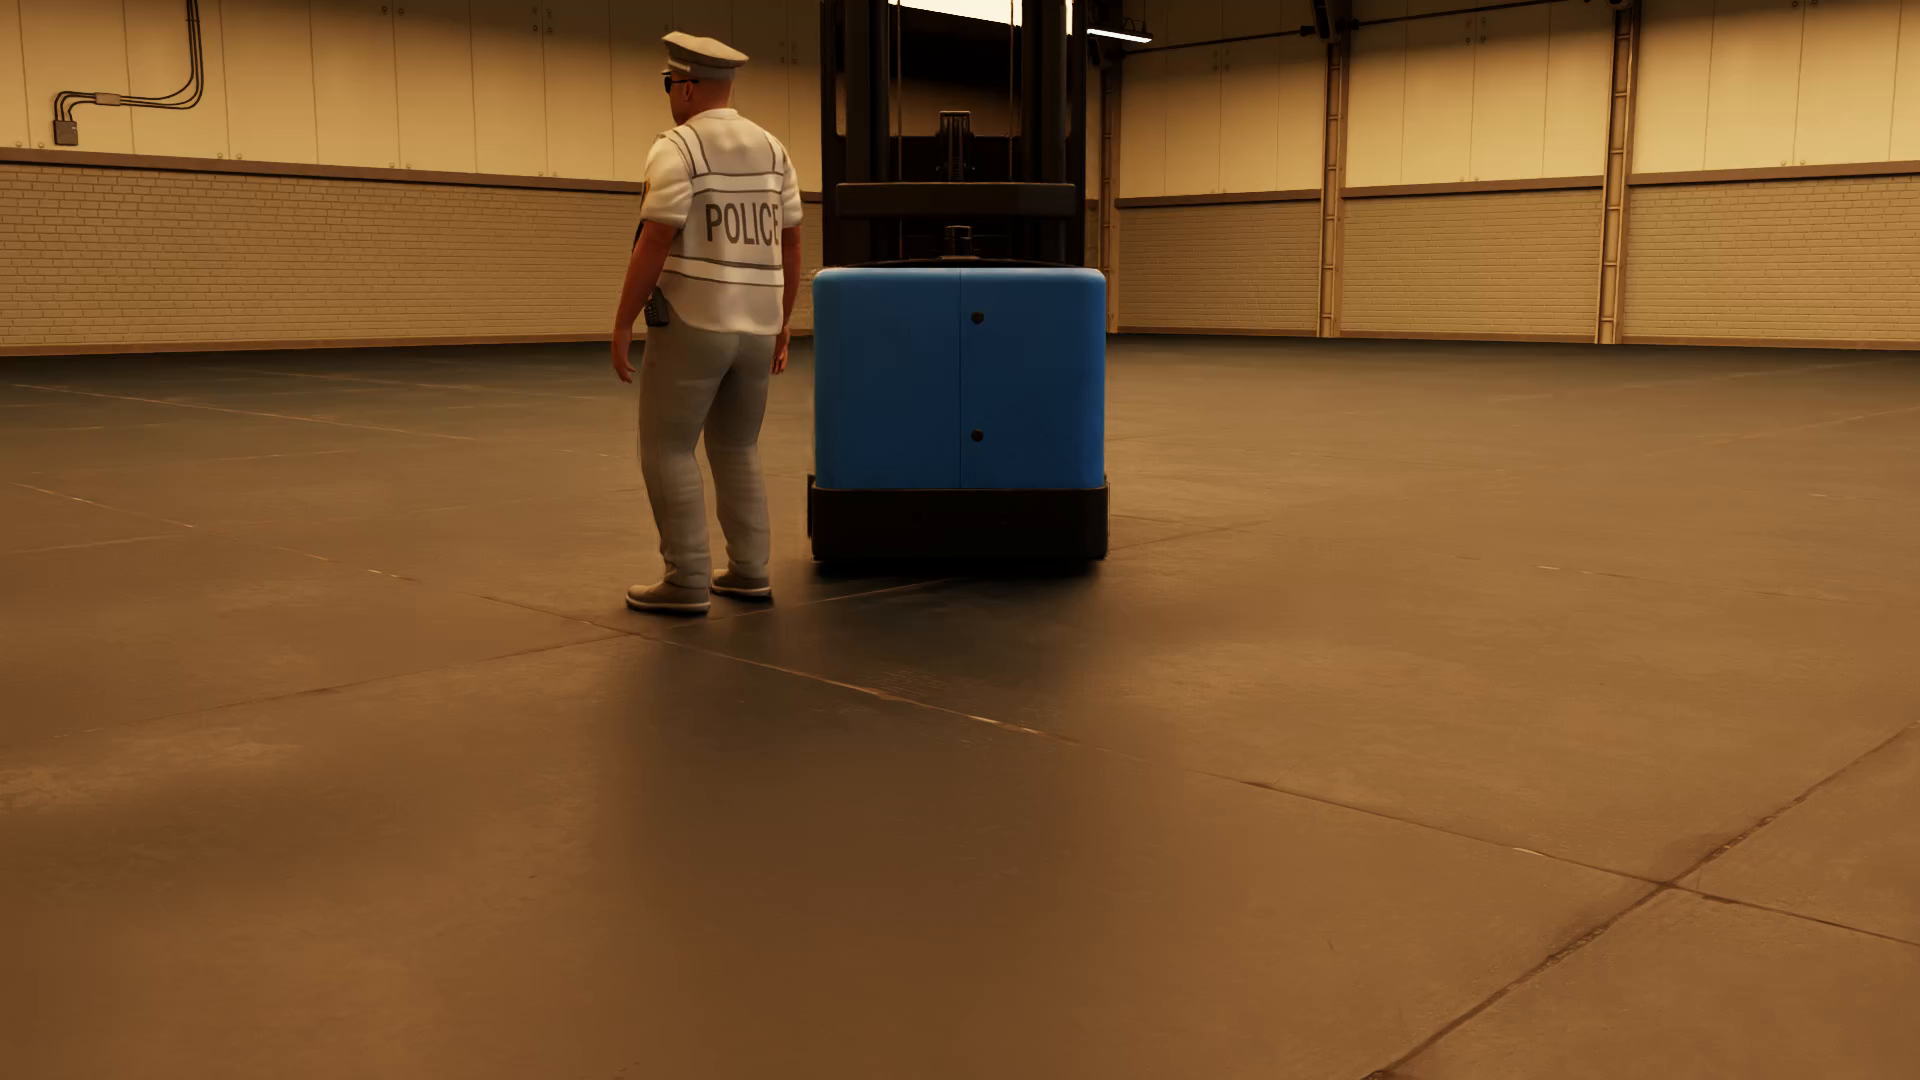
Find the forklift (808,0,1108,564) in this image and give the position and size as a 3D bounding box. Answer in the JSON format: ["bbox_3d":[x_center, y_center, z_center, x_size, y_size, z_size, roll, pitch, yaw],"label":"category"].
[{"bbox_3d":[-0.032,-1.542,7.114,1.130,2.935,3.031,0,9,-1],"label":"forklift"}]

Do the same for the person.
[{"bbox_3d":[-0.817,-0.669,5.200,0.494,1.773,0.664,7,11,40],"label":"person"}]
